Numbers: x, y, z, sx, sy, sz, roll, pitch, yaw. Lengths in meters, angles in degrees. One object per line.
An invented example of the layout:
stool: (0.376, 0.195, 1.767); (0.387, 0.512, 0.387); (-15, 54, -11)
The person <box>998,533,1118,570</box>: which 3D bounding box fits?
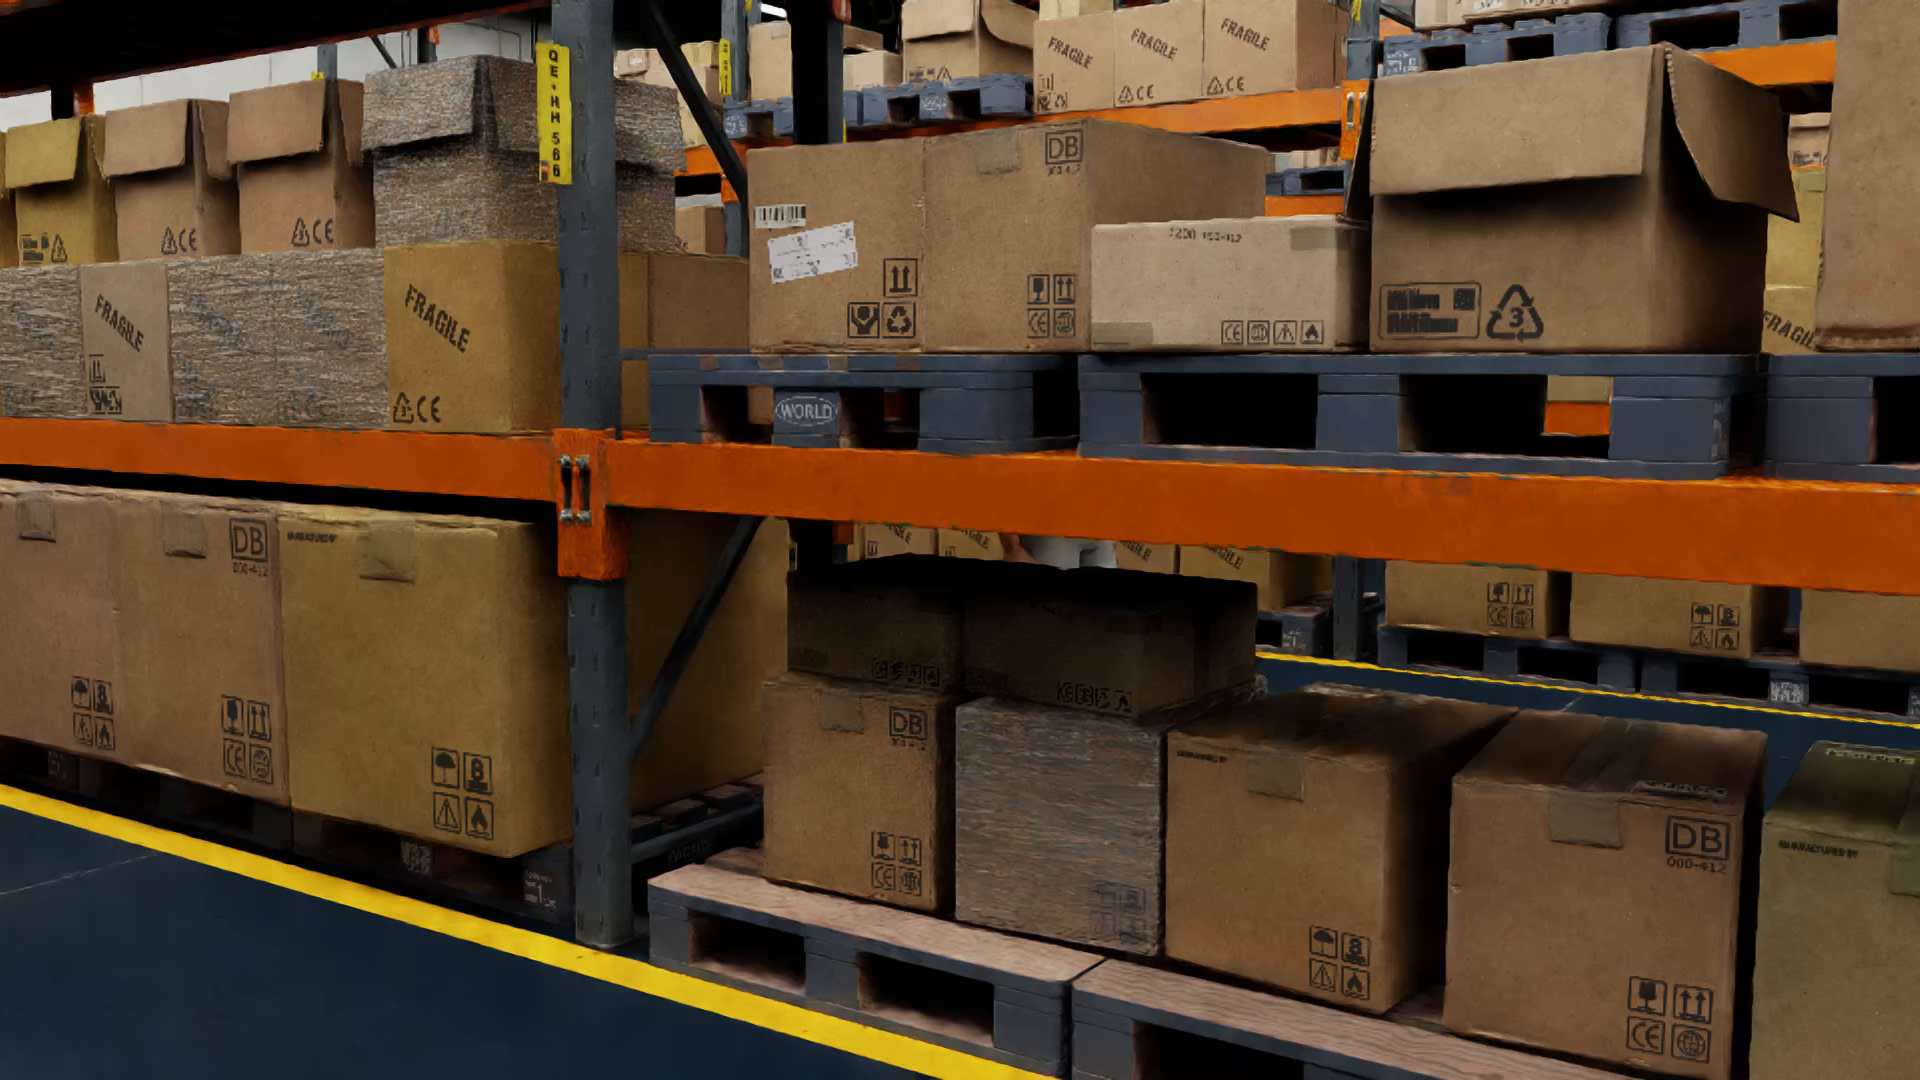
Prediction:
person: (0.307, -0.038, 5.999); (0.725, 1.748, 0.571); (6, 9, 44)
